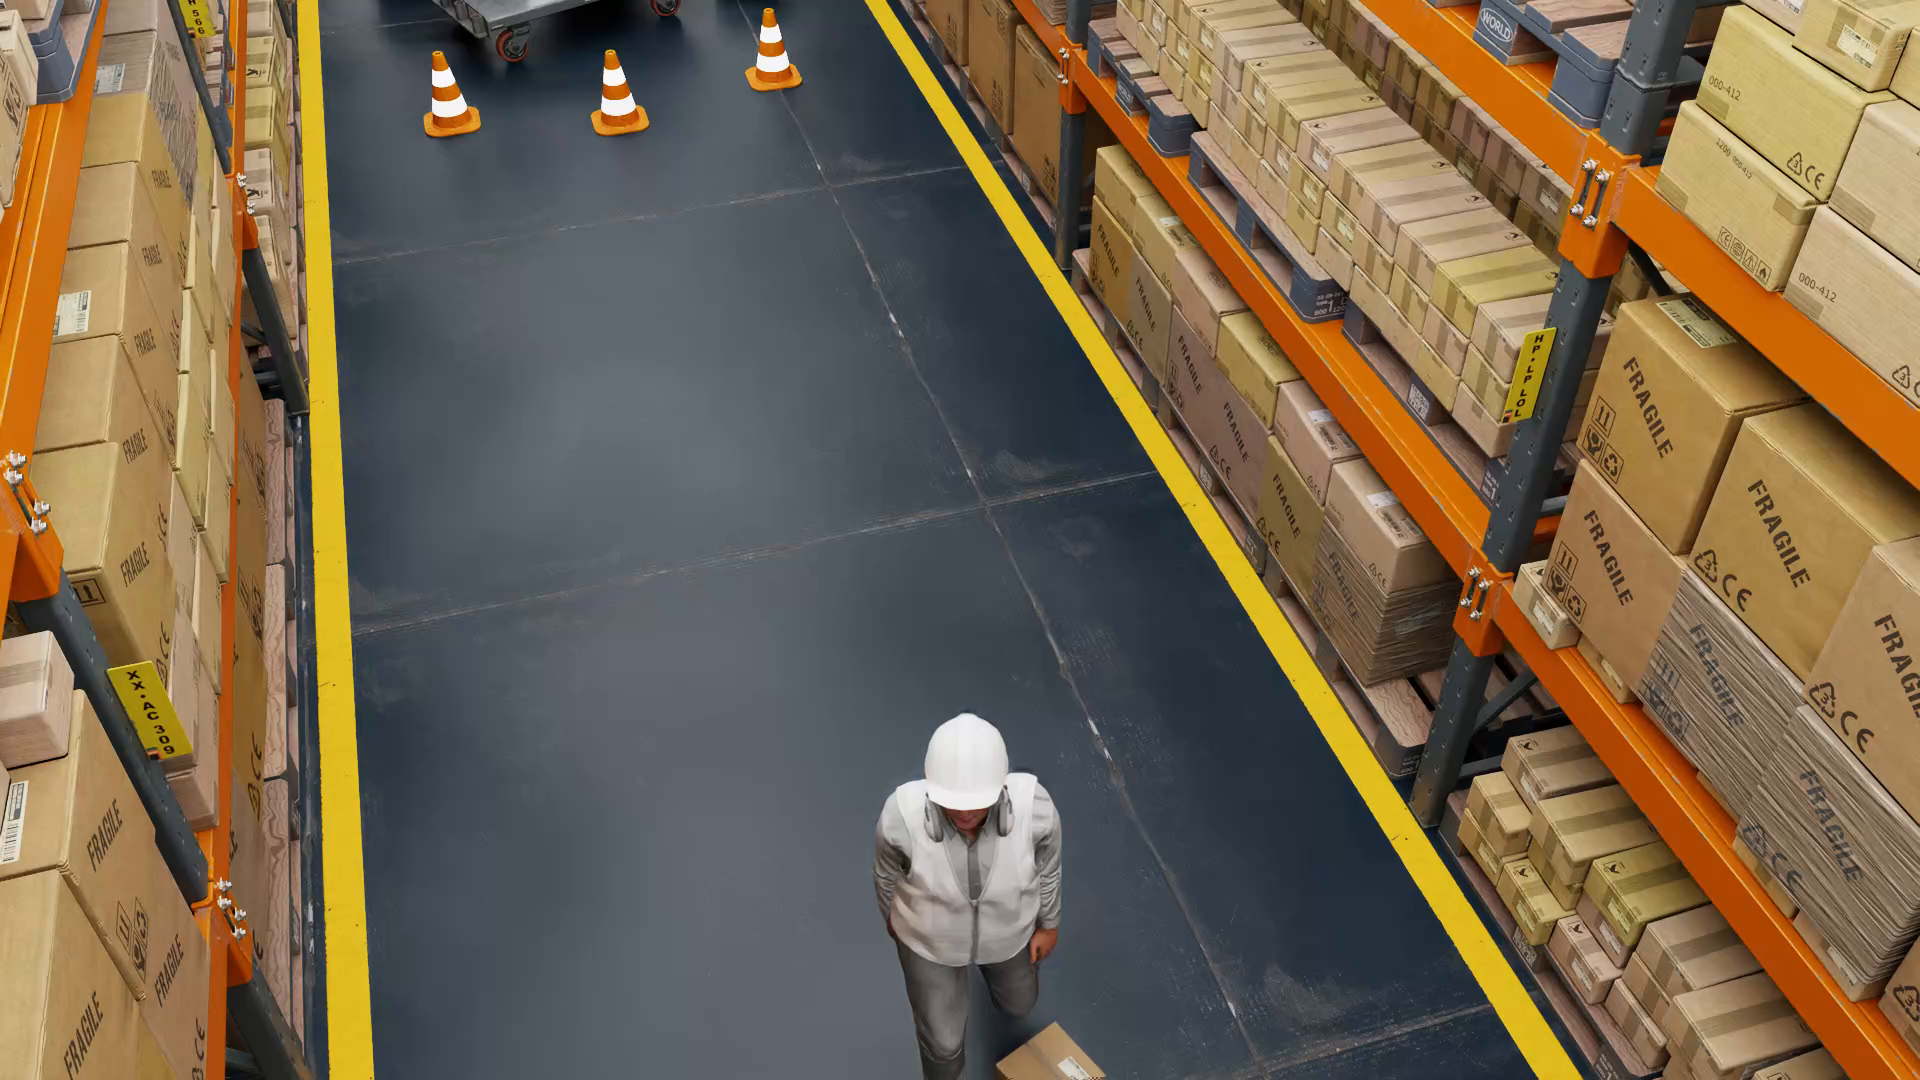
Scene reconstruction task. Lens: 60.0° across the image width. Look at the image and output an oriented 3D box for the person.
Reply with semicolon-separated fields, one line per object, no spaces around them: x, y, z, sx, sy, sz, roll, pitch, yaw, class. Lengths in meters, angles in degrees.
0.010;1.055;4.952;0.540;1.752;0.764;-6;42;-6;person
